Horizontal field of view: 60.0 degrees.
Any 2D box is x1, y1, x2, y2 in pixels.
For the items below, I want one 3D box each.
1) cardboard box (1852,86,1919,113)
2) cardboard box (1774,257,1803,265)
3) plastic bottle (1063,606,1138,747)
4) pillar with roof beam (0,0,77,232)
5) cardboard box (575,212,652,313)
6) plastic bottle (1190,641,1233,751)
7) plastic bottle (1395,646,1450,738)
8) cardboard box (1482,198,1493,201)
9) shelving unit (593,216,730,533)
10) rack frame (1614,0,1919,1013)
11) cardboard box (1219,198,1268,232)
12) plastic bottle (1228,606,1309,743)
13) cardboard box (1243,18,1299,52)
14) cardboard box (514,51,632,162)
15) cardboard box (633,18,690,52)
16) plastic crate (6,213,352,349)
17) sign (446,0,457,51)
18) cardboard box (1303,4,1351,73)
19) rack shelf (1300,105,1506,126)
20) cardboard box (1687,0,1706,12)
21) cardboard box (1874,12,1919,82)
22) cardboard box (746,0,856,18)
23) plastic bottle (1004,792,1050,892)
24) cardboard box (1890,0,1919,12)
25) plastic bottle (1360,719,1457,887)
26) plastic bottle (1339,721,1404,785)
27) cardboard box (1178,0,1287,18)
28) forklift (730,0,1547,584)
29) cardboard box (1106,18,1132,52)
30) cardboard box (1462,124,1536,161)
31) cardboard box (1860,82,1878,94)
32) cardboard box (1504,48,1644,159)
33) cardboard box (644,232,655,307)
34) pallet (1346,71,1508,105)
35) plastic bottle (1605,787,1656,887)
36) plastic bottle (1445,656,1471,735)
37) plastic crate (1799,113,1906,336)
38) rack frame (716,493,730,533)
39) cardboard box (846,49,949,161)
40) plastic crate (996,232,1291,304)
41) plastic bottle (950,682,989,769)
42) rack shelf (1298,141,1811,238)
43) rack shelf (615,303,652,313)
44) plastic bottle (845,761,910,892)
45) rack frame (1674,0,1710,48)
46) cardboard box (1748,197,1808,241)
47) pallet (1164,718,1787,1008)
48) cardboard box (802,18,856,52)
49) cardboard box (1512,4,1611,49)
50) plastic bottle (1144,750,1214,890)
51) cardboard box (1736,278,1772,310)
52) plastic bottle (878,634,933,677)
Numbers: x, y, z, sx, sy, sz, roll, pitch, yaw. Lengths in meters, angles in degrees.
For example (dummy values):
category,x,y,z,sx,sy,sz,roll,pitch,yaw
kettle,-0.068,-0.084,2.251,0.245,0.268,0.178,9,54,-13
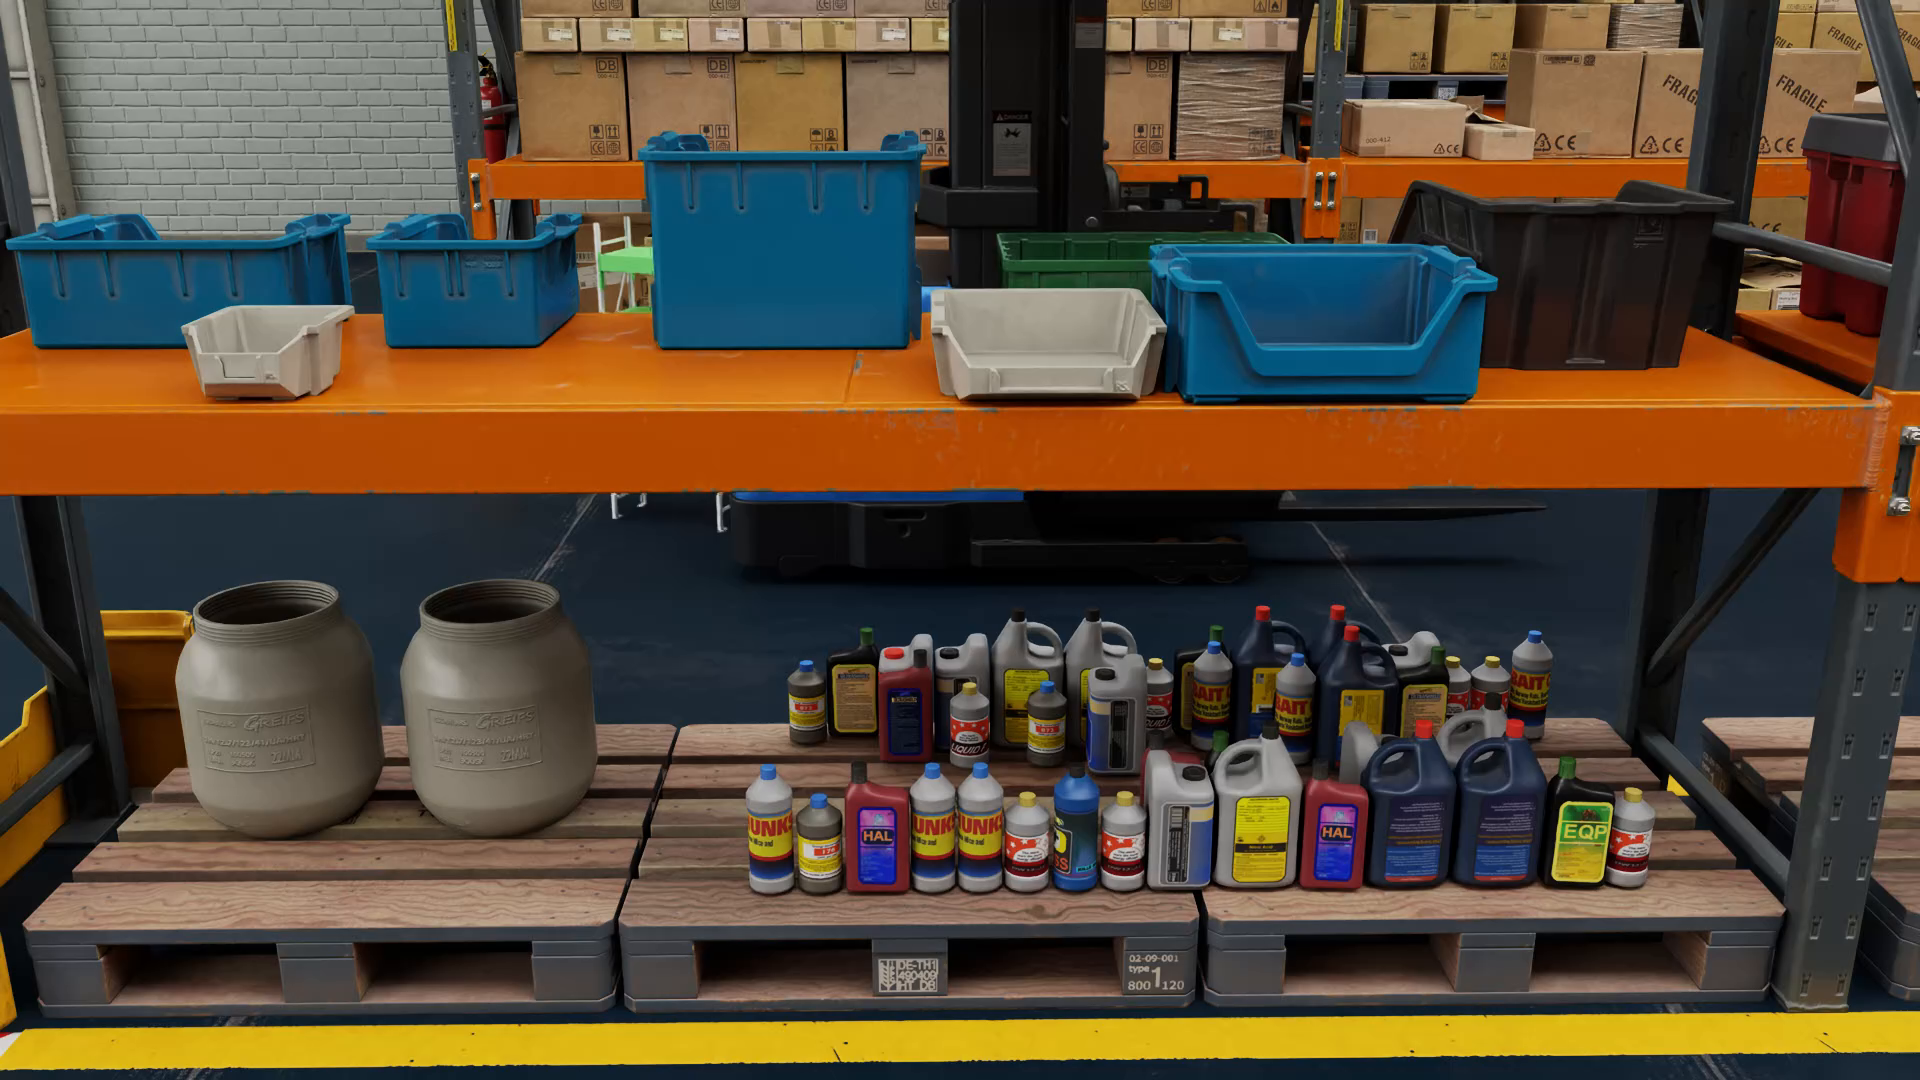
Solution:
category,x,y,z,sx,sy,sz,roll,pitch,yaw
cardboard box,4.810,-2.138,8.448,0.500,0.311,0.500,0,18,-2
cardboard box,4.653,-1.366,8.789,0.500,0.311,0.500,-1,18,-2
plastic bottle,0.354,0.338,4.198,0.185,0.351,0.144,0,18,-1
pillar with roof beam,-7.619,-5.381,8.588,0.400,9.000,9.100,0,18,-1
cardboard box,-1.761,-1.428,8.676,0.500,0.500,0.500,0,18,-1
plastic bottle,0.633,0.386,4.179,0.097,0.271,0.097,0,18,0
plastic bottle,1.136,0.400,4.115,0.133,0.283,0.061,0,18,-1
cardboard box,3.893,-2.660,13.302,0.500,0.500,0.700,0,18,-1
shelving unit,-1.144,-0.662,6.644,0.503,1.200,0.258,7,19,20
rack frame,1.782,-0.594,3.487,0.127,3.000,1.000,0,18,-1
cardboard box,2.361,-2.647,13.261,0.500,0.500,0.700,0,18,1
plastic bottle,0.779,0.336,4.205,0.185,0.351,0.144,-1,18,-3
cardboard box,1.439,-2.396,7.881,0.250,0.149,0.380,0,18,-1
cardboard box,-1.825,-2.133,8.123,0.500,0.500,0.700,0,18,-1
cardboard box,-1.383,-2.383,7.839,0.250,0.149,0.380,0,18,-1
plastic crate,-1.722,-0.597,3.742,0.616,0.251,0.499,0,18,-1
sign,-2.289,-2.368,7.470,0.005,0.325,0.100,0,18,-1
cardboard box,2.694,-3.869,12.814,0.500,0.500,0.700,2,18,5
rack shelf,3.625,-3.286,13.060,4.000,0.370,1.077,0,18,-1
cardboard box,6.074,-4.276,13.055,0.500,0.250,0.500,0,18,1
cardboard box,7.135,-3.763,12.685,0.500,0.500,0.500,0,18,-1
cardboard box,-0.742,-2.758,7.947,0.500,0.500,0.700,0,18,-1
plastic bottle,0.142,0.633,3.526,0.097,0.201,0.097,0,18,0
cardboard box,7.120,-4.124,12.583,0.500,0.250,0.500,0,18,0
plastic bottle,0.951,0.550,3.538,0.185,0.351,0.144,-1,18,-4
plastic bottle,0.923,0.541,3.690,0.135,0.276,0.152,0,18,-1
cardboard box,1.264,-2.768,7.977,0.500,0.500,0.700,0,18,-1
forklift,0.671,-1.399,6.110,3.031,2.935,1.130,0,18,-1
cardboard box,0.667,-2.392,7.868,0.250,0.149,0.380,0,18,-1
cardboard box,2.597,-1.929,8.060,0.250,0.149,0.380,0,18,-1
cardboard box,6.986,-3.476,12.852,0.250,0.149,0.380,0,18,0
cardboard box,3.002,-2.155,8.192,0.500,0.500,0.500,1,18,3
cardboard box,-1.253,-1.273,8.190,0.500,0.500,0.500,0,18,-1
pallet,3.646,-3.525,12.940,1.213,0.211,1.003,0,18,-1
plastic bottle,1.424,0.626,3.545,0.097,0.201,0.097,0,18,0
plastic bottle,1.253,0.398,4.257,0.097,0.201,0.097,0,18,0
plastic crate,2.261,-0.720,3.776,0.583,0.464,0.402,0,18,-1
rack frame,-0.916,-0.635,6.561,0.015,1.200,0.240,7,19,20
cardboard box,-0.277,-2.141,8.149,0.500,0.500,0.700,0,18,1
plastic crate,0.420,-0.572,3.768,0.662,0.188,0.450,0,18,-1
plastic bottle,0.024,0.450,4.094,0.097,0.201,0.097,0,18,0
rack shelf,3.707,-1.774,8.343,4.000,0.370,1.077,0,18,-1
rack shelf,-1.143,-0.830,6.590,0.480,0.148,0.258,7,19,20
plastic bottle,-0.173,0.601,3.491,0.133,0.283,0.061,0,18,0
rack frame,5.625,-3.639,12.980,0.127,3.000,1.000,0,18,-1
cardboard box,6.362,-2.778,13.130,0.750,0.750,0.750,-1,18,-2
pallet,1.110,0.725,3.943,1.213,0.211,1.003,0,18,-1
cardboard box,-0.609,-2.387,7.851,0.250,0.149,0.380,-1,18,-2
cardboard box,4.597,-3.879,12.847,0.500,0.500,0.700,-2,18,-6
plastic bottle,0.465,0.587,3.546,0.135,0.276,0.152,0,18,0
cardboard box,3.662,-1.198,8.267,0.500,0.311,0.500,0,18,1
plastic bottle,-0.136,0.378,4.199,0.135,0.276,0.152,0,18,0
